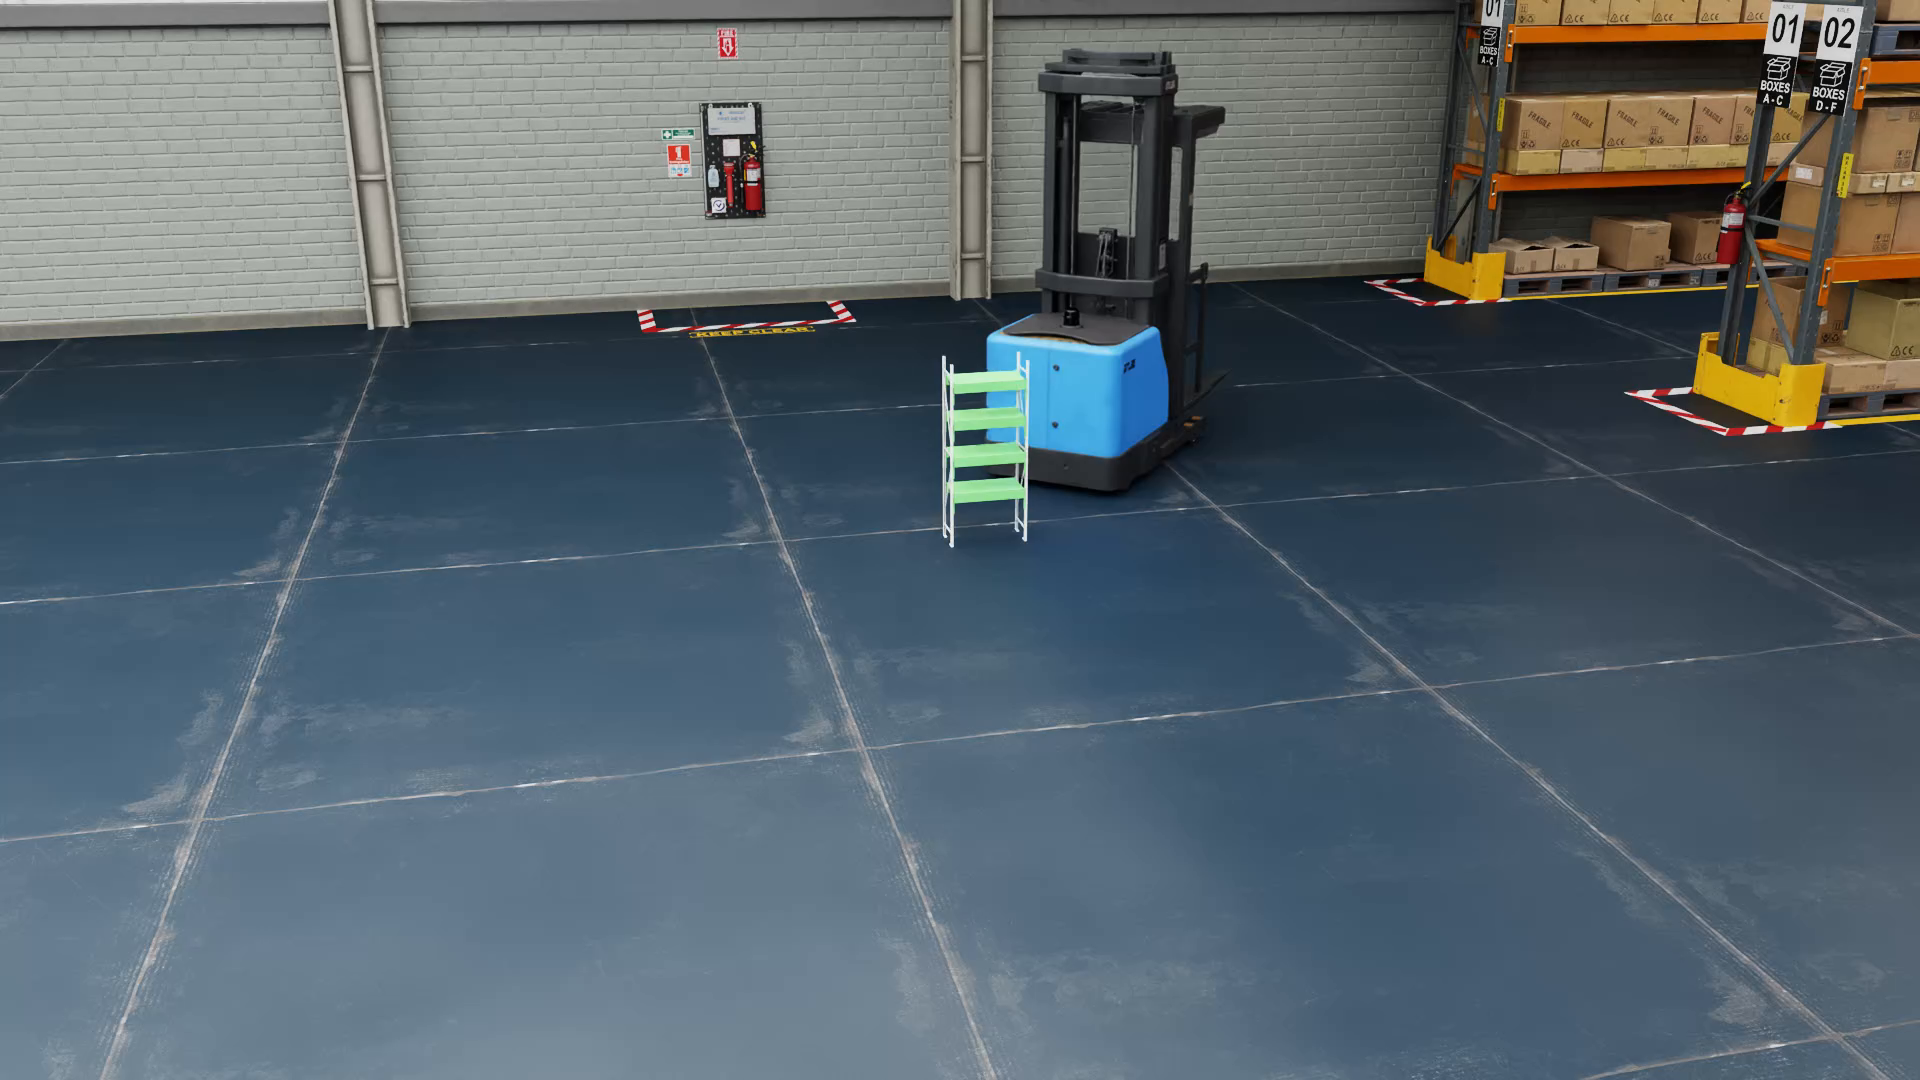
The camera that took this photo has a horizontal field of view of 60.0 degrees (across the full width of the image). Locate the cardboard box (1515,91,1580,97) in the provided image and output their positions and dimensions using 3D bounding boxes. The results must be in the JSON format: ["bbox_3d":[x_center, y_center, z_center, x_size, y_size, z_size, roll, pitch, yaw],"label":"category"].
[{"bbox_3d":[6.370,-4.611,18.140,0.500,0.500,0.500,-4,21,-12],"label":"cardboard box"}]

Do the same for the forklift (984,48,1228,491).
[{"bbox_3d":[1.286,-2.182,12.510,1.130,2.935,3.031,10,22,25],"label":"forklift"}]

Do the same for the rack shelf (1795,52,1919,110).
[{"bbox_3d":[8.558,-3.746,13.364,4.000,0.370,1.077,-5,21,-12],"label":"rack shelf"}]

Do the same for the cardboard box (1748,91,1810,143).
[{"bbox_3d":[8.972,-4.641,18.223,0.500,0.500,0.500,-5,21,-13],"label":"cardboard box"}]

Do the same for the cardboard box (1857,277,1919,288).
[{"bbox_3d":[8.035,-2.001,14.213,0.500,0.500,0.500,-5,21,-12],"label":"cardboard box"}]

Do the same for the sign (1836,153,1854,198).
[{"bbox_3d":[6.734,-2.774,12.654,0.005,0.325,0.100,-5,21,-12],"label":"sign"}]

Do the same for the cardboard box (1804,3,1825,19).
[{"bbox_3d":[8.924,-5.833,17.842,0.500,0.500,0.500,-4,21,-11],"label":"cardboard box"}]

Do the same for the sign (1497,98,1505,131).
[{"bbox_3d":[5.593,-4.400,17.206,0.005,0.325,0.100,-5,21,-12],"label":"sign"}]

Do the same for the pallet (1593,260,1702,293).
[{"bbox_3d":[7.526,-3.019,18.750,1.213,0.211,1.003,-5,21,-12],"label":"pallet"}]

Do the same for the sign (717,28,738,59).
[{"bbox_3d":[-2.333,-4.983,16.687,0.199,0.298,0.001,-5,21,-12],"label":"sign"}]

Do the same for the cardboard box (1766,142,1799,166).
[{"bbox_3d":[8.970,-4.291,18.358,0.500,0.250,0.500,-5,21,-12],"label":"cardboard box"}]

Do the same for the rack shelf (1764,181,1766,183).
[{"bbox_3d":[11.307,-4.312,19.270,4.000,0.370,1.077,-5,21,-12],"label":"rack shelf"}]

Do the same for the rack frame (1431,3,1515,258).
[{"bbox_3d":[5.468,-4.175,17.850,0.127,3.000,1.000,-5,21,-12],"label":"rack frame"}]

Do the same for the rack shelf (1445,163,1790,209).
[{"bbox_3d":[7.415,-3.995,18.406,4.000,0.370,1.077,-5,21,-12],"label":"rack shelf"}]

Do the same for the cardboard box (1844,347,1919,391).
[{"bbox_3d":[7.671,-1.432,13.749,0.500,0.250,0.500,-5,21,-12],"label":"cardboard box"}]

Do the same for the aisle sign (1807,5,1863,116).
[{"bbox_3d":[6.618,-3.630,12.583,0.004,0.787,0.394,-5,21,-12],"label":"aisle sign"}]

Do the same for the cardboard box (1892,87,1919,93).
[{"bbox_3d":[11.043,-4.878,18.986,0.500,0.500,0.700,-2,20,-5],"label":"cardboard box"}]

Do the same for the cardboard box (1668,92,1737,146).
[{"bbox_3d":[7.995,-4.564,18.011,0.500,0.500,0.500,-5,21,-14],"label":"cardboard box"}]

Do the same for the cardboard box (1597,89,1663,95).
[{"bbox_3d":[7.362,-4.693,18.364,0.500,0.500,0.500,-4,21,-12],"label":"cardboard box"}]

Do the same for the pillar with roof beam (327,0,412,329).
[{"bbox_3d":[-4.737,-4.946,11.233,0.400,9.000,9.100,-5,21,-12],"label":"pillar with roof beam"}]

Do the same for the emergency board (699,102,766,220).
[{"bbox_3d":[-2.302,-3.862,16.996,0.643,1.169,0.194,-5,21,-12],"label":"emergency board"}]

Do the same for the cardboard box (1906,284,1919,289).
[{"bbox_3d":[8.155,-1.827,13.738,0.500,0.500,0.500,-5,21,-12],"label":"cardboard box"}]

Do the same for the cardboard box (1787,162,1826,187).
[{"bbox_3d":[6.940,-2.962,13.452,0.250,0.149,0.380,-5,21,-13],"label":"cardboard box"}]

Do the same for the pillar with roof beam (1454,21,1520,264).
[{"bbox_3d":[6.941,-5.896,13.826,0.400,9.000,9.100,-5,21,-12],"label":"pillar with roof beam"}]

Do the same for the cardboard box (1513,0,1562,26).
[{"bbox_3d":[5.851,-5.582,17.157,0.500,0.500,0.500,-4,21,-11],"label":"cardboard box"}]

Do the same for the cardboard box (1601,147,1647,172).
[{"bbox_3d":[7.015,-4.130,17.918,0.500,0.250,0.500,-5,21,-13],"label":"cardboard box"}]

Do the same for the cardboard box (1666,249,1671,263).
[{"bbox_3d":[7.800,-3.239,18.802,0.250,0.149,0.380,-6,21,-17],"label":"cardboard box"}]

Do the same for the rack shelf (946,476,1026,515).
[{"bbox_3d":[0.161,-0.291,10.749,0.480,0.148,0.258,-5,21,-12],"label":"rack shelf"}]

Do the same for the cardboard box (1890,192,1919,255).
[{"bbox_3d":[7.579,-2.640,13.514,0.500,0.500,0.700,-4,21,-11],"label":"cardboard box"}]

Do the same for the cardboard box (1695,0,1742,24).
[{"bbox_3d":[7.901,-5.741,17.591,0.500,0.500,0.500,-5,21,-15],"label":"cardboard box"}]

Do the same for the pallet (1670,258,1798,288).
[{"bbox_3d":[8.715,-3.117,19.017,1.213,0.211,1.003,-5,21,-12],"label":"pallet"}]

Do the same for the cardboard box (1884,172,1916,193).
[{"bbox_3d":[7.299,-2.849,13.143,0.250,0.149,0.380,-5,21,-14],"label":"cardboard box"}]

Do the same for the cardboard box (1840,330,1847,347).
[{"bbox_3d":[7.549,-1.608,14.230,0.500,0.250,0.500,-5,21,-12],"label":"cardboard box"}]

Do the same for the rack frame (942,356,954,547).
[{"bbox_3d":[-0.076,-0.557,10.591,0.015,1.200,0.240,-5,21,-12],"label":"rack frame"}]

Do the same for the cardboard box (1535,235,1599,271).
[{"bbox_3d":[6.717,-3.189,18.428,0.500,0.311,0.500,-3,20,-8],"label":"cardboard box"}]

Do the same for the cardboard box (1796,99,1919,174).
[{"bbox_3d":[7.120,-3.210,13.185,0.500,0.500,0.700,-5,21,-12],"label":"cardboard box"}]

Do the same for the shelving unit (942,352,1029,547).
[{"bbox_3d":[0.161,-0.576,10.644,0.503,1.200,0.258,-5,21,-12],"label":"shelving unit"}]

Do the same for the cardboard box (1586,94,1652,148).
[{"bbox_3d":[6.989,-4.478,17.776,0.500,0.500,0.500,-5,21,-14],"label":"cardboard box"}]

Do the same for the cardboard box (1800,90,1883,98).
[{"bbox_3d":[9.864,-4.774,18.701,0.500,0.500,0.700,-5,21,-12],"label":"cardboard box"}]

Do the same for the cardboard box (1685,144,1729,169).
[{"bbox_3d":[7.997,-4.210,18.135,0.500,0.250,0.500,-5,21,-13],"label":"cardboard box"}]

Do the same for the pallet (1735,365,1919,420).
[{"bbox_3d":[7.346,-1.282,14.008,1.213,0.211,1.003,-5,21,-12],"label":"pallet"}]

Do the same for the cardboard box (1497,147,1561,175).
[{"bbox_3d":[6.016,-4.046,17.688,0.500,0.250,0.500,-5,21,-14],"label":"cardboard box"}]

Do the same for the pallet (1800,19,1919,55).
[{"bbox_3d":[7.306,-3.931,12.953,1.213,0.211,1.003,-5,21,-12],"label":"pallet"}]

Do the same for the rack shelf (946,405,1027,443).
[{"bbox_3d":[0.161,-0.742,10.583,0.480,0.148,0.258,-5,21,-12],"label":"rack shelf"}]

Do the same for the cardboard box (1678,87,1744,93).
[{"bbox_3d":[8.351,-4.775,18.589,0.500,0.500,0.500,-5,21,-13],"label":"cardboard box"}]

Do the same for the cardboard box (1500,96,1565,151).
[{"bbox_3d":[6.002,-4.403,17.572,0.500,0.500,0.500,-5,21,-12],"label":"cardboard box"}]

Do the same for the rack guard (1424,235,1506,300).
[{"bbox_3d":[5.542,-3.007,18.297,0.348,0.500,1.175,-5,21,-12],"label":"rack guard"}]

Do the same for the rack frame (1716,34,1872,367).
[{"bbox_3d":[6.612,-2.517,13.324,0.127,3.000,1.000,-5,21,-12],"label":"rack frame"}]

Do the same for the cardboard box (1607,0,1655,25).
[{"bbox_3d":[6.886,-5.655,17.357,0.500,0.500,0.500,-4,20,-10],"label":"cardboard box"}]
